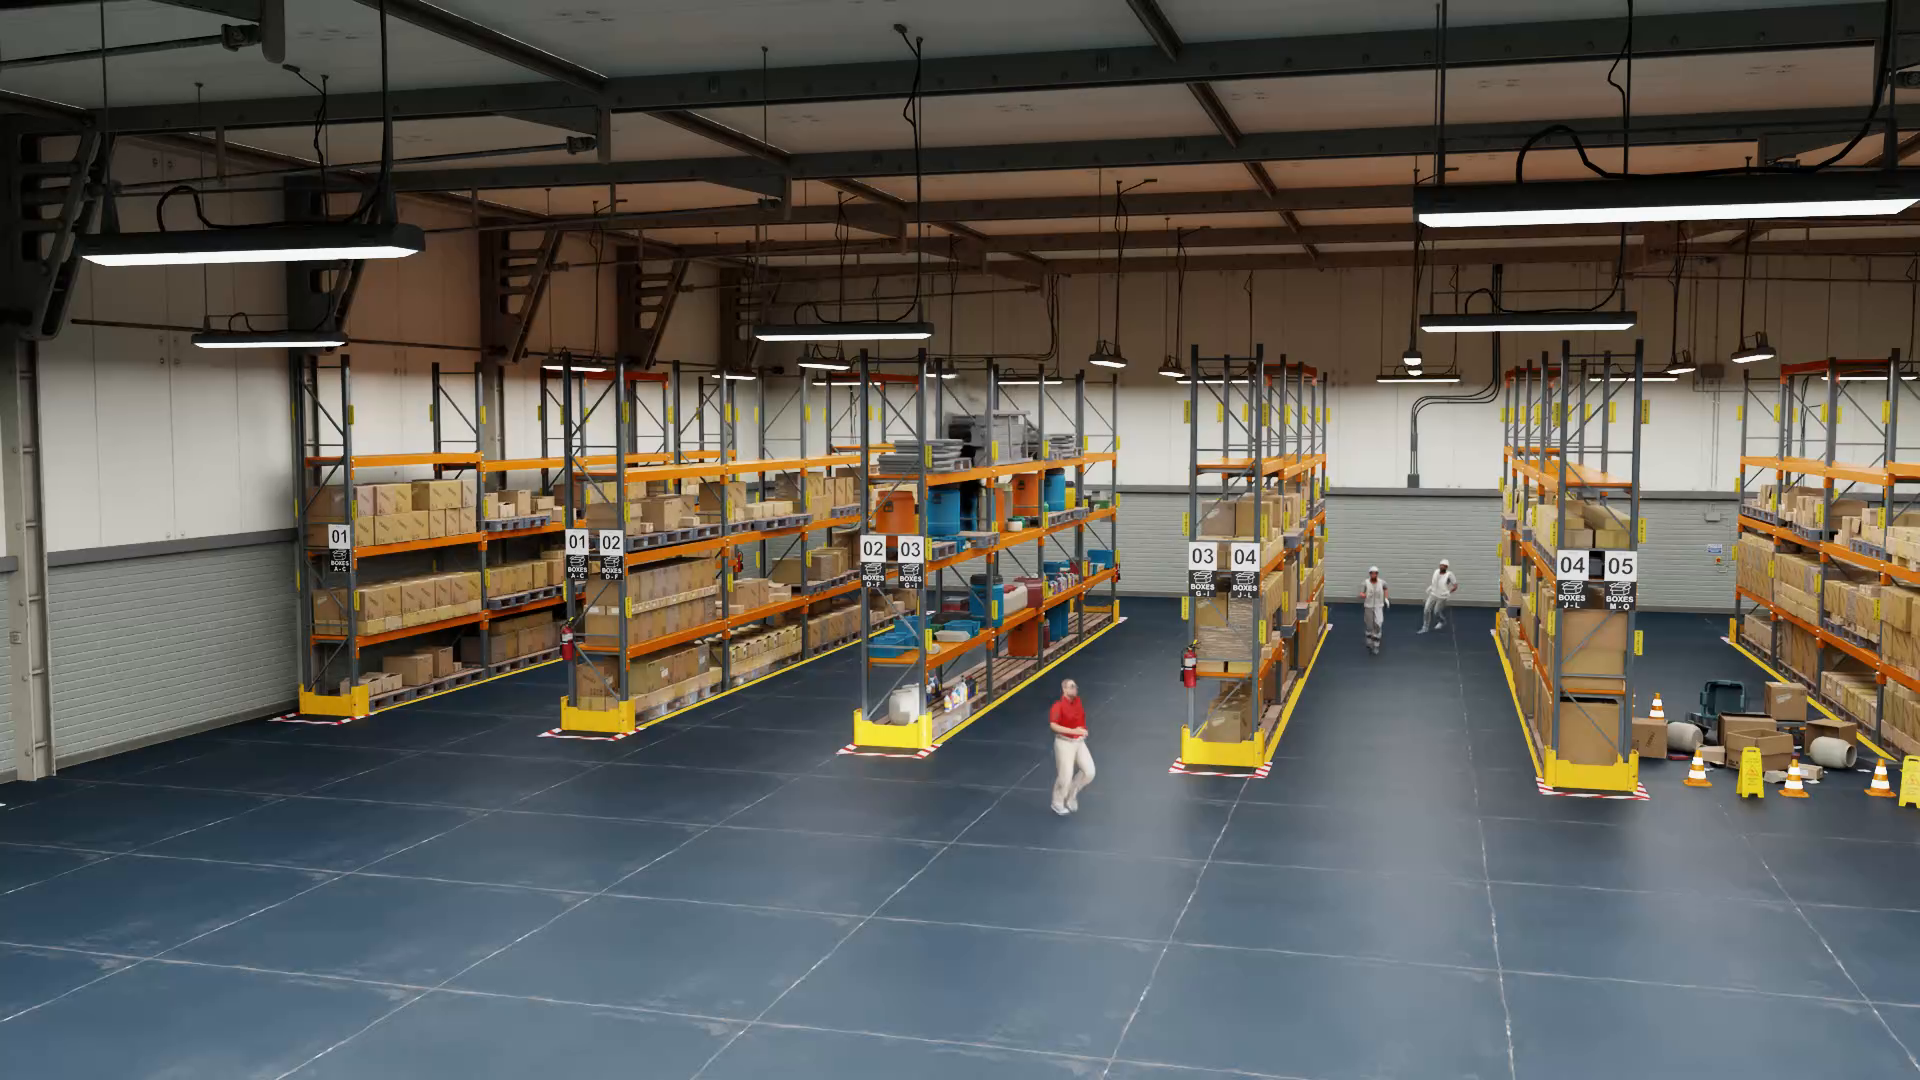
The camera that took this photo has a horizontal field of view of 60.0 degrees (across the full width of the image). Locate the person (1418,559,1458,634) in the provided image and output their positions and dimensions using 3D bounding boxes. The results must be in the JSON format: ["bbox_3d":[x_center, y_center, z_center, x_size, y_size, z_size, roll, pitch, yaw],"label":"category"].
[{"bbox_3d":[11.054,1.299,38.171,0.804,1.730,0.759,-4,6,-41],"label":"person"}]

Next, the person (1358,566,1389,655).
[{"bbox_3d":[8.731,1.467,35.103,0.647,1.841,0.884,1,4,12],"label":"person"}]

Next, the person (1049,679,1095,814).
[{"bbox_3d":[1.407,2.587,20.768,0.686,1.710,0.651,-4,6,-41],"label":"person"}]
